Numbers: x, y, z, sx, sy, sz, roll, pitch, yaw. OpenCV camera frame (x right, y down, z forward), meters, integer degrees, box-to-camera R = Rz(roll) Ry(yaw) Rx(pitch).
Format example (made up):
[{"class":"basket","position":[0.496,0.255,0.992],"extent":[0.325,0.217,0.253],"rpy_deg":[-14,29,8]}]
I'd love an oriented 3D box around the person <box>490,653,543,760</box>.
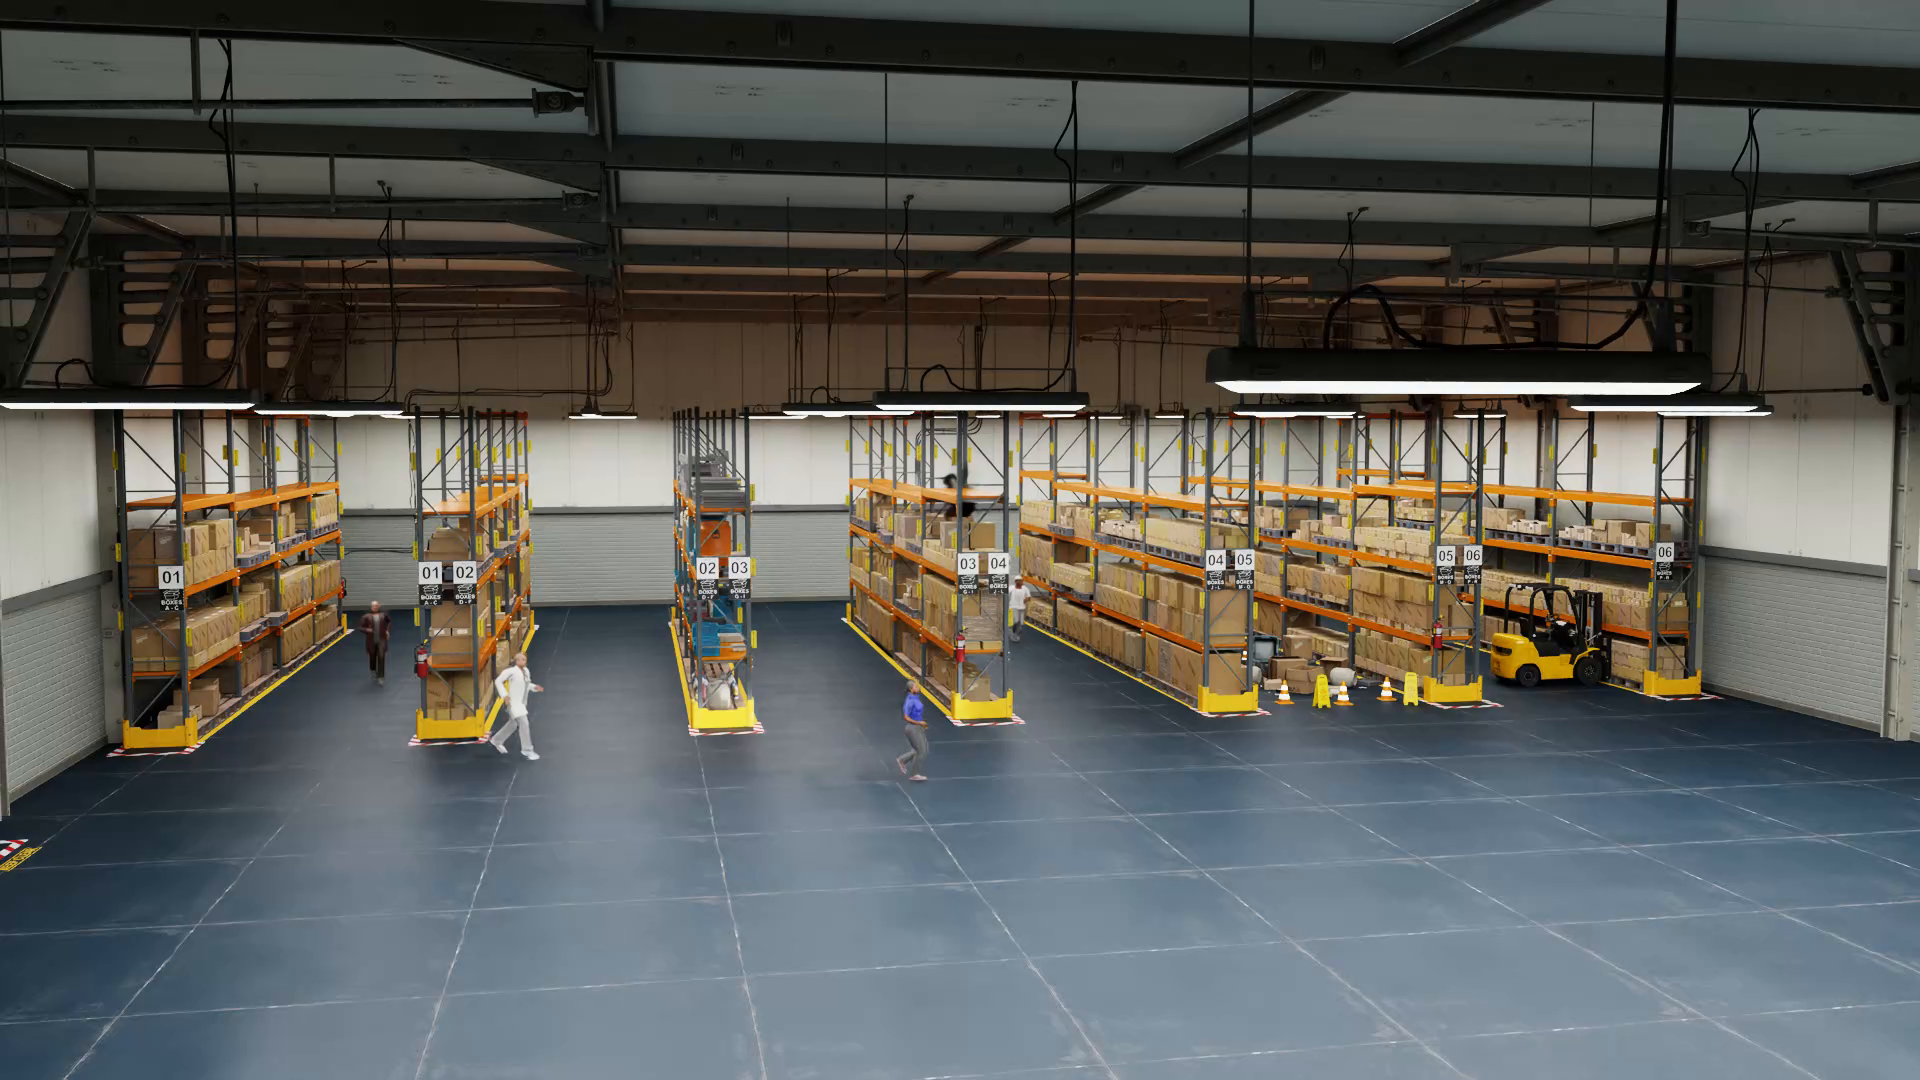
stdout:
[{"class":"person","position":[-7.592,2.824,28.358],"extent":[1.028,1.810,0.654],"rpy_deg":[1,4,15]}]

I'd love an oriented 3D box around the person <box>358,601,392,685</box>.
[{"class":"person","position":[-12.778,2.228,36.387],"extent":[0.710,1.781,1.049],"rpy_deg":[-2,4,-24]}]

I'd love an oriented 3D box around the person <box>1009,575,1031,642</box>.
[{"class":"person","position":[1.508,1.777,43.100],"extent":[0.687,1.732,0.668],"rpy_deg":[-1,4,-12]}]

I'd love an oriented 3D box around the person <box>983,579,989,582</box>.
[{"class":"person","position":[0.635,1.354,49.409],"extent":[0.921,1.697,0.864],"rpy_deg":[-1,4,-17]}]

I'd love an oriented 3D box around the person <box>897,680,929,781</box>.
[{"class":"person","position":[-0.739,3.039,26.527],"extent":[0.562,1.591,0.573],"rpy_deg":[1,4,10]}]
